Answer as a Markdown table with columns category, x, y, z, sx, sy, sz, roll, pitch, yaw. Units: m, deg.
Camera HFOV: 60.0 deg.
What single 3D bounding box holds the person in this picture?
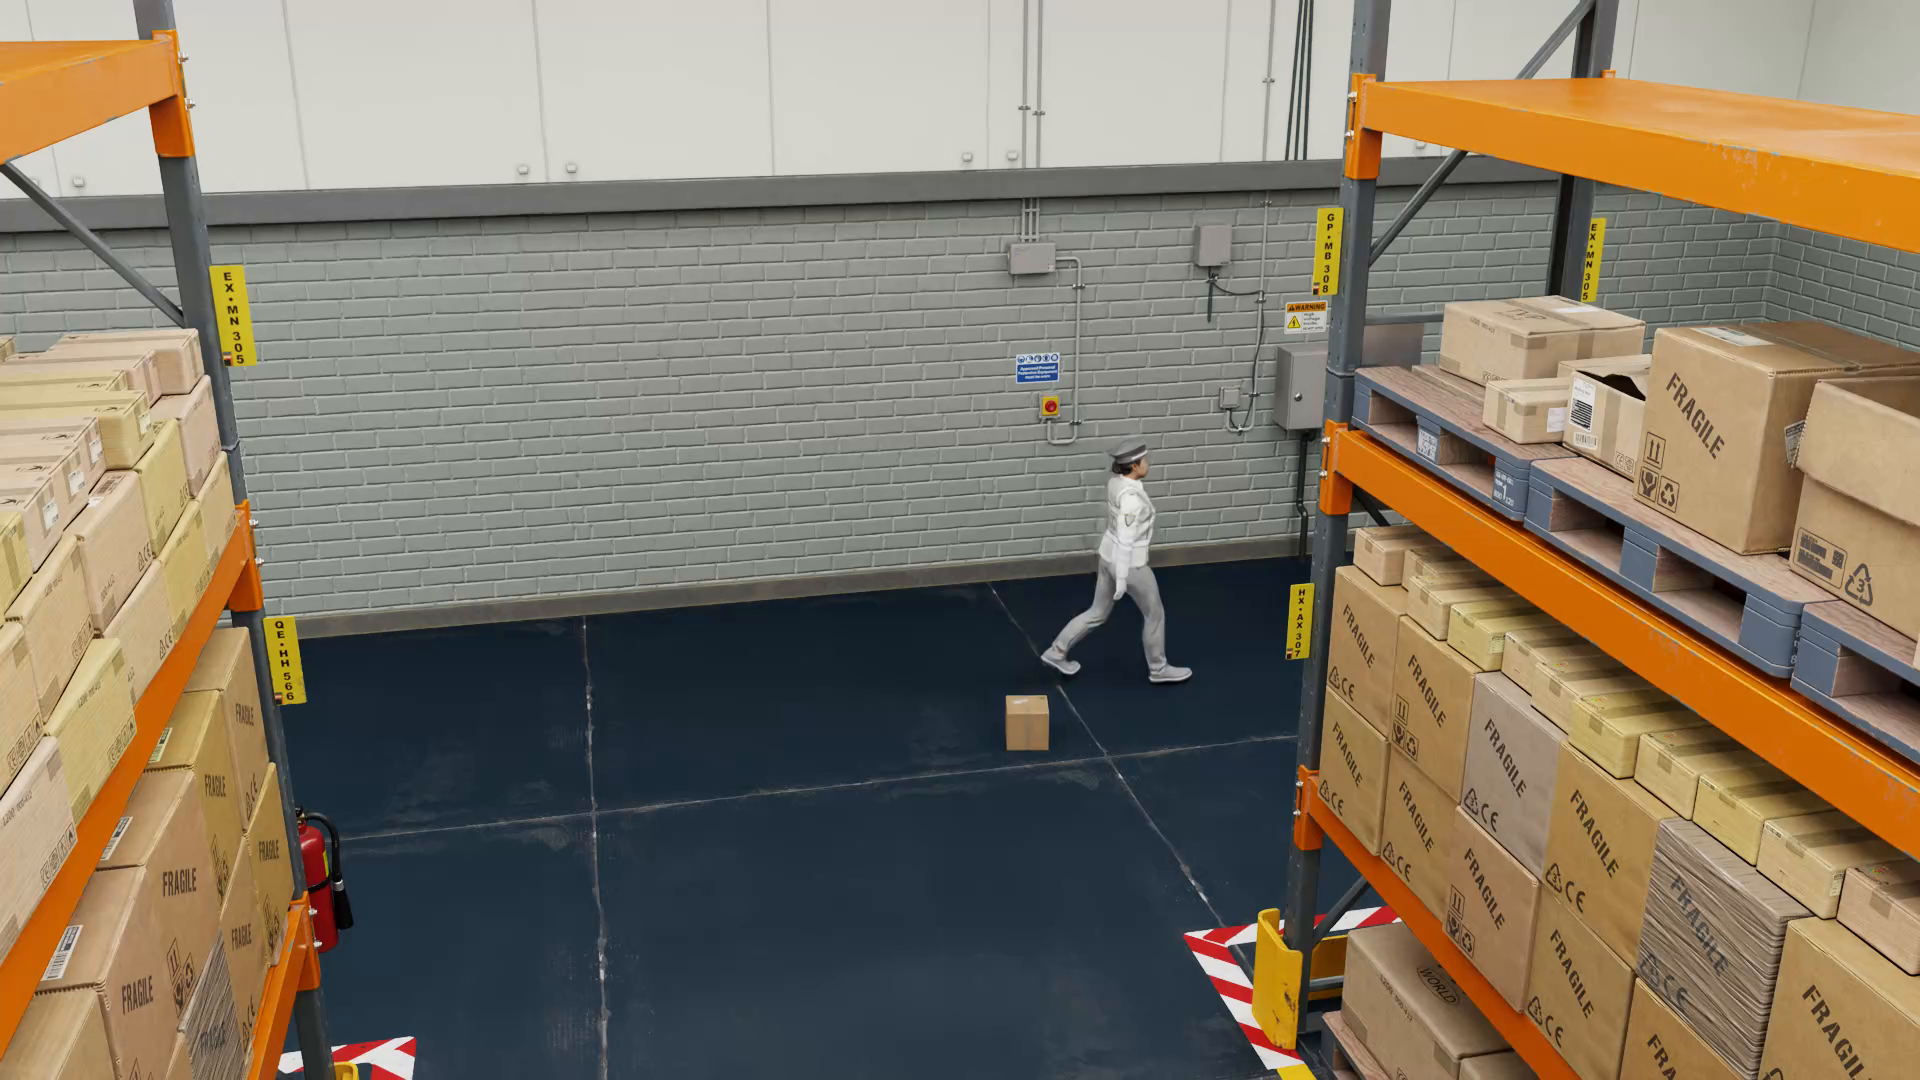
| category | x | y | z | sx | sy | sz | roll | pitch | yaw |
| --- | --- | --- | --- | --- | --- | --- | --- | --- | --- |
| person | 1.015 | 0.135 | 10.645 | 0.977 | 1.638 | 0.484 | -5 | 20 | -14 |
